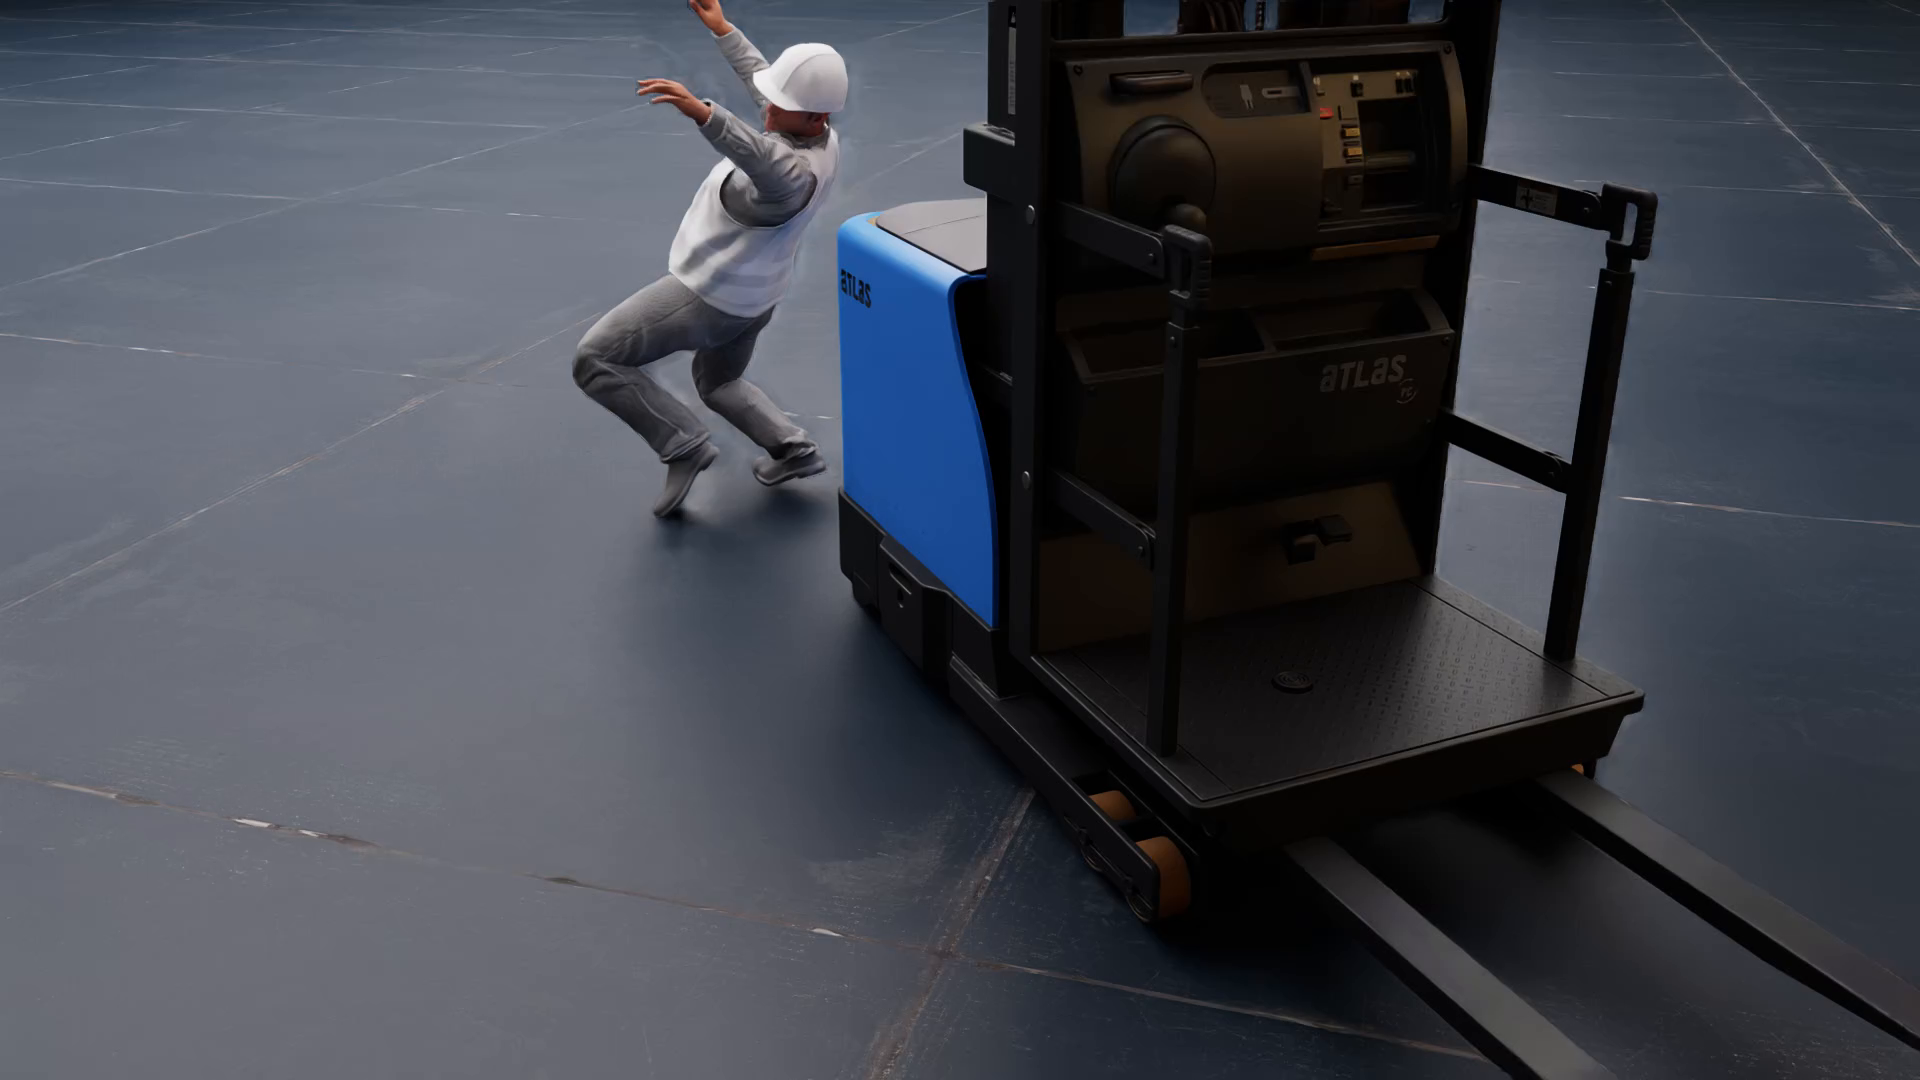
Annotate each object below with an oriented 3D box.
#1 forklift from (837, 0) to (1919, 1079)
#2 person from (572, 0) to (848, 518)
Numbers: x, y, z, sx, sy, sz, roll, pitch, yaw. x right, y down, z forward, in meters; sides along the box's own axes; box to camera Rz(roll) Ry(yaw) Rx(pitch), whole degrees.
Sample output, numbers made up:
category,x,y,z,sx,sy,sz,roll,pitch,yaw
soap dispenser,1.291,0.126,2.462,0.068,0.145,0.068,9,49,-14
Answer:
category,x,y,z,sx,sy,sz,roll,pitch,yaw
forklift,0.727,-0.787,3.187,1.130,2.935,3.031,-10,24,-22
person,-0.779,-0.811,5.010,0.848,1.620,1.058,7,23,17
